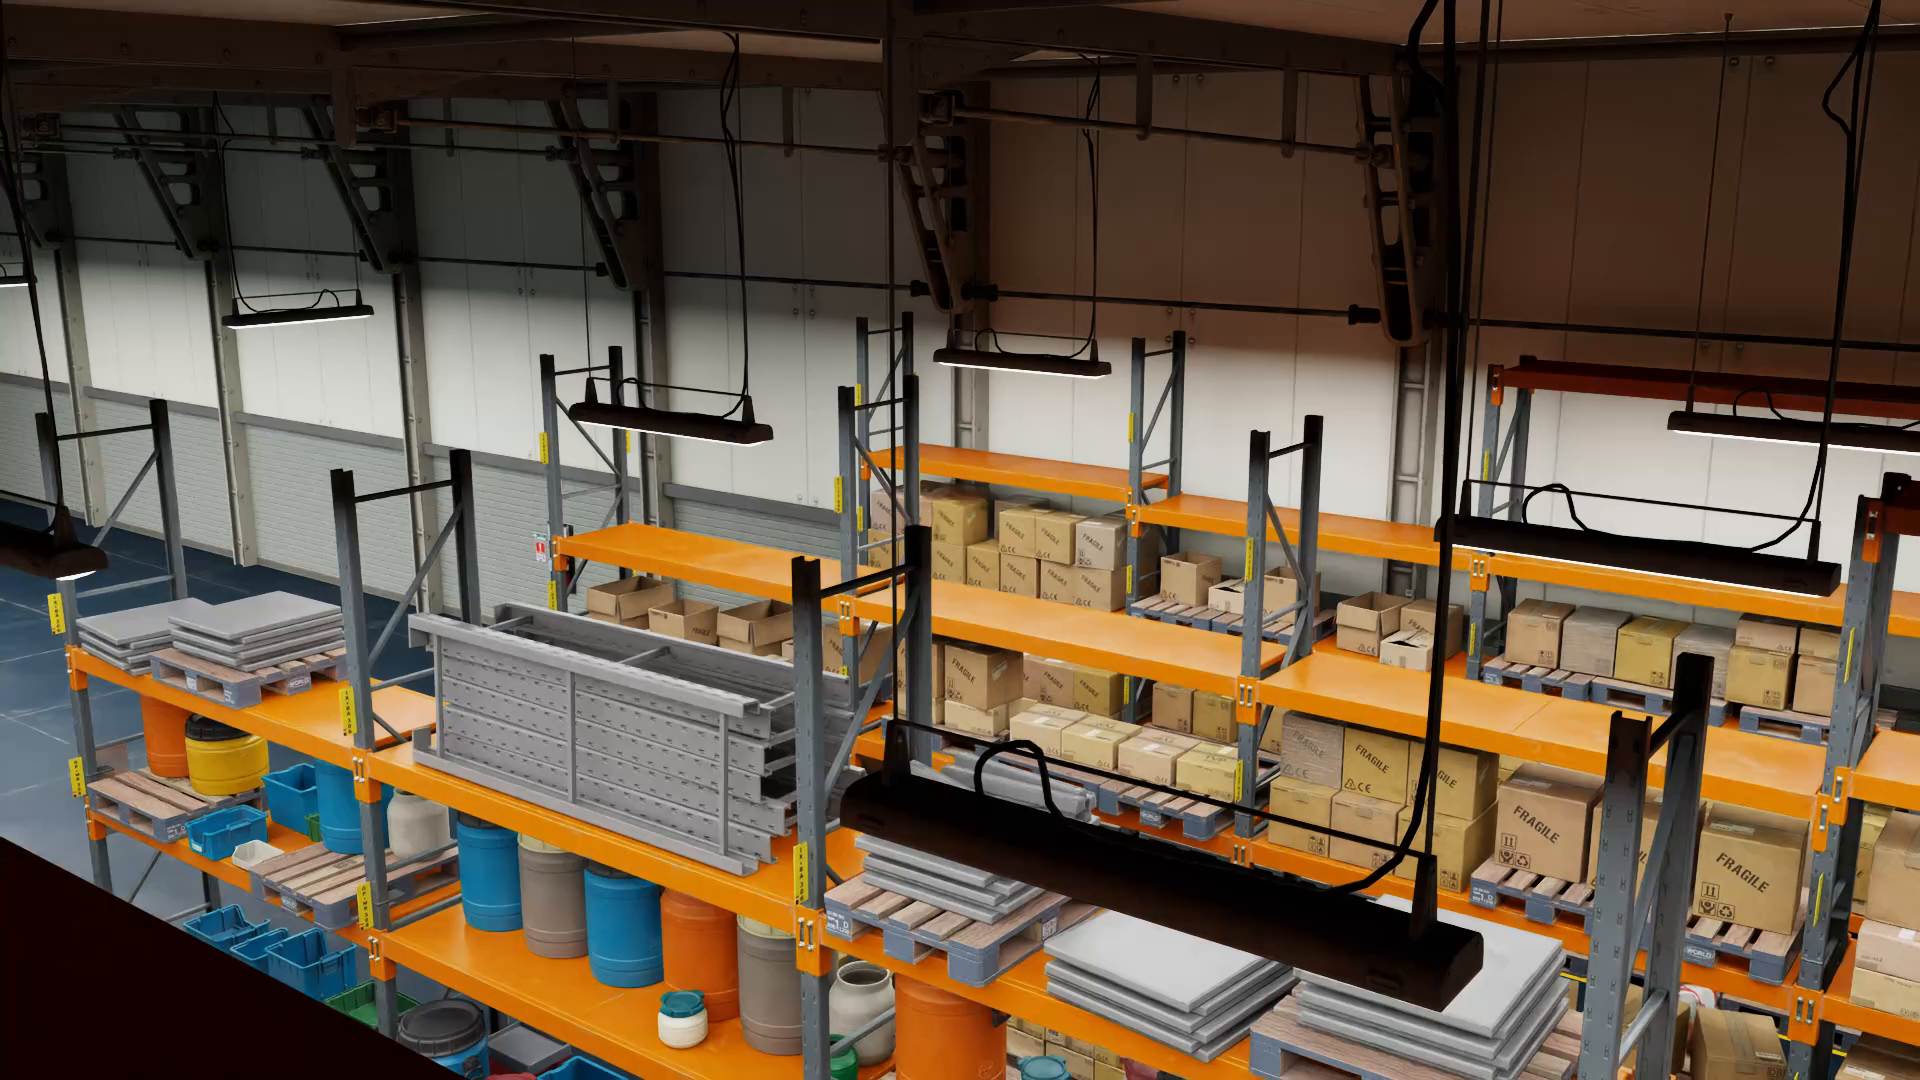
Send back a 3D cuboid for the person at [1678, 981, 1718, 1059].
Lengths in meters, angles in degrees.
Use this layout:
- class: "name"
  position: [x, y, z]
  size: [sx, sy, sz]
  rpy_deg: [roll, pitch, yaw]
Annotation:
- class: "person"
  position: [6.005, 4.181, 13.535]
  size: [0.631, 1.686, 0.666]
  rpy_deg: [13, 18, 44]
